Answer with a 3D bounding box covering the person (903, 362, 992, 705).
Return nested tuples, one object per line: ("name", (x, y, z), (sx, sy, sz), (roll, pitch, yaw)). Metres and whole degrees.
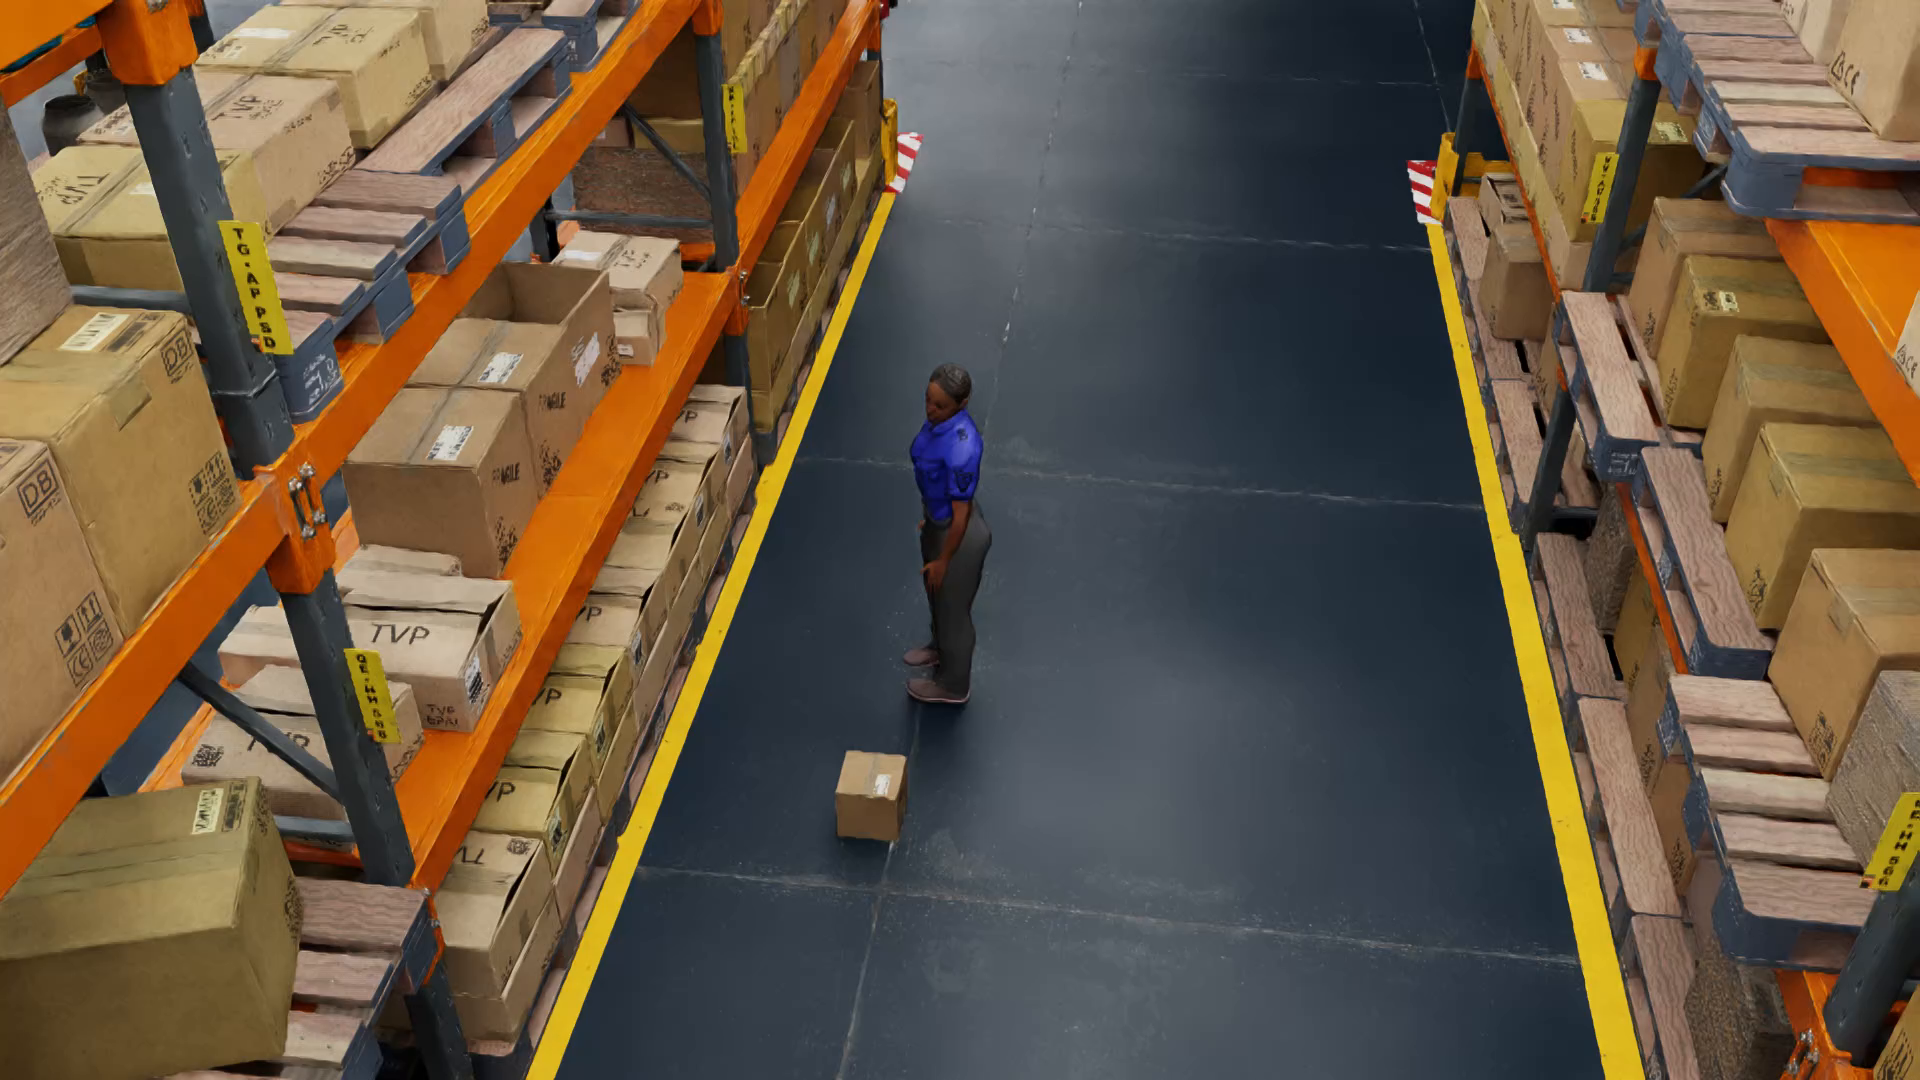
("person", (-0.068, -0.015, 7.061), (0.372, 1.698, 0.497), (-7, 37, -9))
